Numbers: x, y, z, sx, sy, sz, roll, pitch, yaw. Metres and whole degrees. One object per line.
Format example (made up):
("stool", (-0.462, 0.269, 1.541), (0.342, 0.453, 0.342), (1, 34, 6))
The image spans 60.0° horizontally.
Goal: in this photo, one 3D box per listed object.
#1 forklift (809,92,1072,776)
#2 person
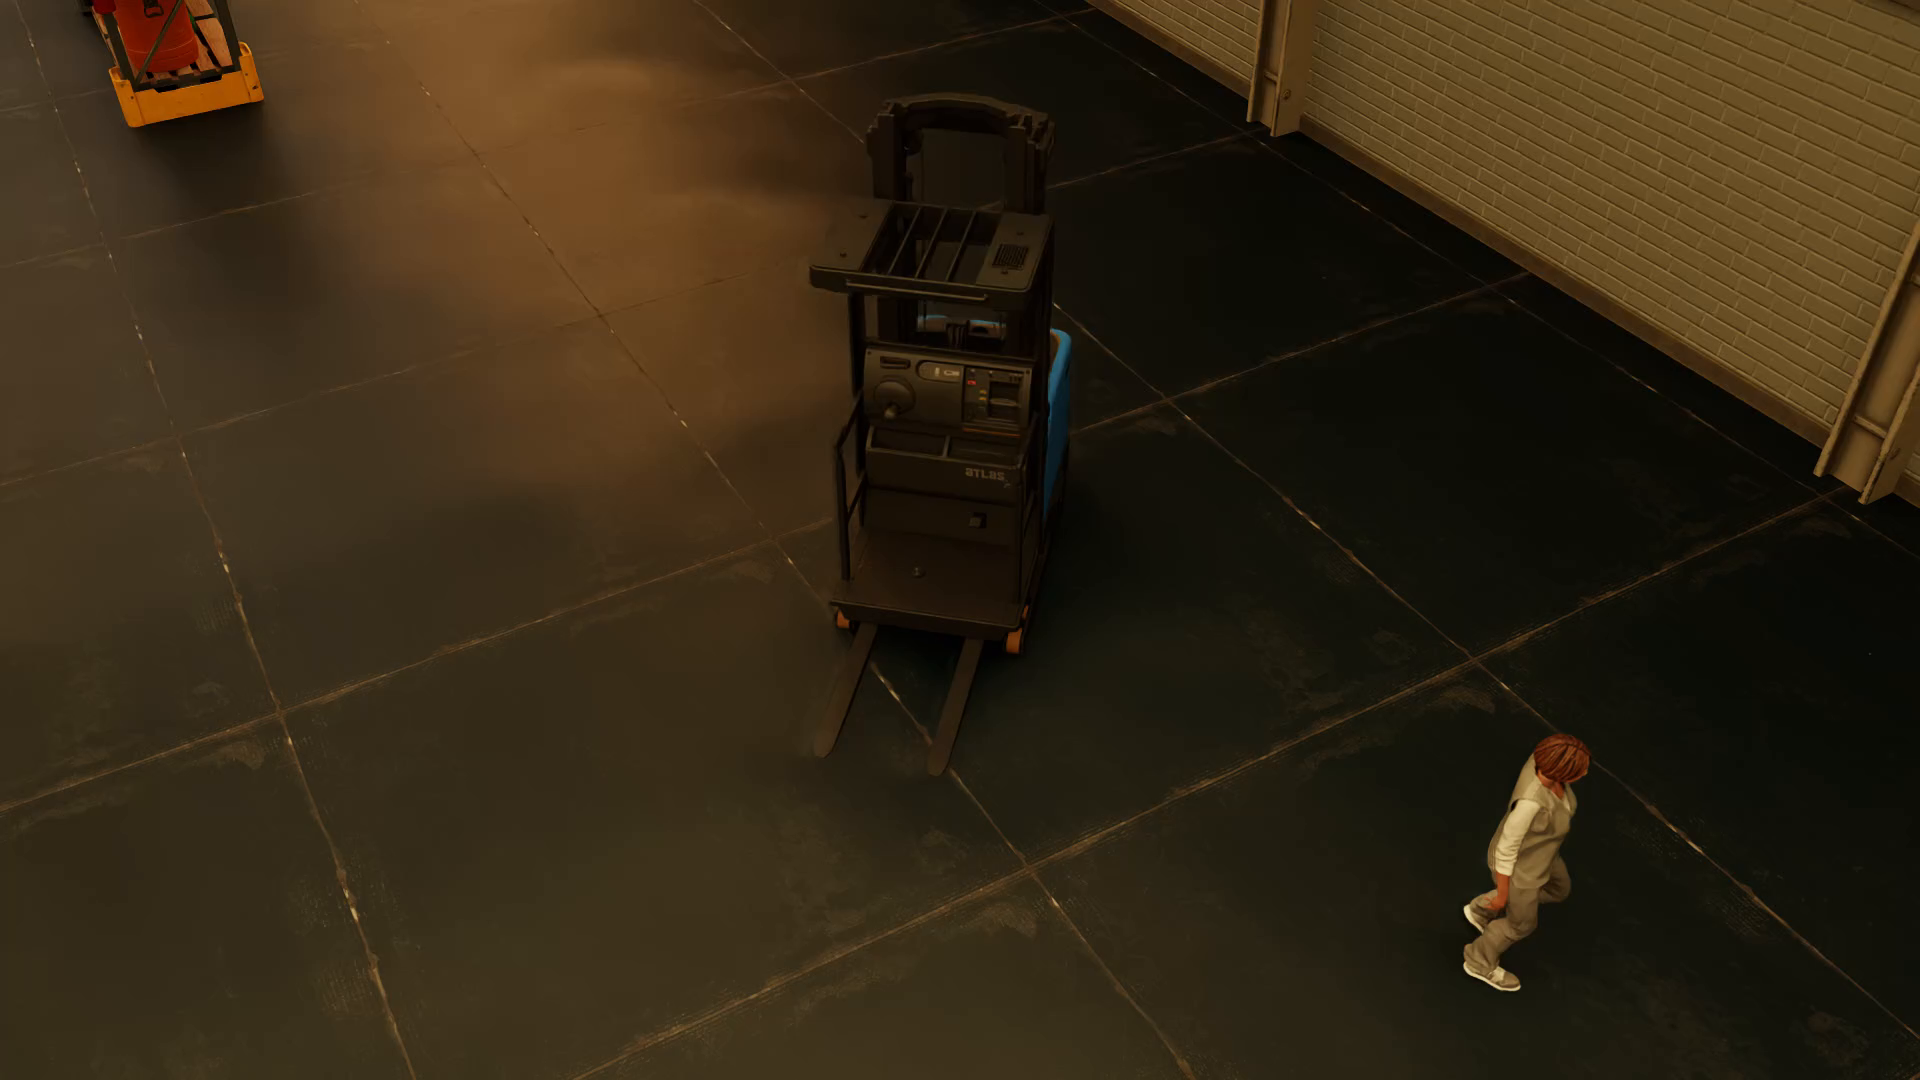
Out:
("forklift", (-0.112, -0.736, 8.924), (1.130, 2.935, 3.031), (8, 40, 9))
("person", (2.534, 1.425, 7.381), (0.419, 1.577, 0.566), (17, 43, 19))
